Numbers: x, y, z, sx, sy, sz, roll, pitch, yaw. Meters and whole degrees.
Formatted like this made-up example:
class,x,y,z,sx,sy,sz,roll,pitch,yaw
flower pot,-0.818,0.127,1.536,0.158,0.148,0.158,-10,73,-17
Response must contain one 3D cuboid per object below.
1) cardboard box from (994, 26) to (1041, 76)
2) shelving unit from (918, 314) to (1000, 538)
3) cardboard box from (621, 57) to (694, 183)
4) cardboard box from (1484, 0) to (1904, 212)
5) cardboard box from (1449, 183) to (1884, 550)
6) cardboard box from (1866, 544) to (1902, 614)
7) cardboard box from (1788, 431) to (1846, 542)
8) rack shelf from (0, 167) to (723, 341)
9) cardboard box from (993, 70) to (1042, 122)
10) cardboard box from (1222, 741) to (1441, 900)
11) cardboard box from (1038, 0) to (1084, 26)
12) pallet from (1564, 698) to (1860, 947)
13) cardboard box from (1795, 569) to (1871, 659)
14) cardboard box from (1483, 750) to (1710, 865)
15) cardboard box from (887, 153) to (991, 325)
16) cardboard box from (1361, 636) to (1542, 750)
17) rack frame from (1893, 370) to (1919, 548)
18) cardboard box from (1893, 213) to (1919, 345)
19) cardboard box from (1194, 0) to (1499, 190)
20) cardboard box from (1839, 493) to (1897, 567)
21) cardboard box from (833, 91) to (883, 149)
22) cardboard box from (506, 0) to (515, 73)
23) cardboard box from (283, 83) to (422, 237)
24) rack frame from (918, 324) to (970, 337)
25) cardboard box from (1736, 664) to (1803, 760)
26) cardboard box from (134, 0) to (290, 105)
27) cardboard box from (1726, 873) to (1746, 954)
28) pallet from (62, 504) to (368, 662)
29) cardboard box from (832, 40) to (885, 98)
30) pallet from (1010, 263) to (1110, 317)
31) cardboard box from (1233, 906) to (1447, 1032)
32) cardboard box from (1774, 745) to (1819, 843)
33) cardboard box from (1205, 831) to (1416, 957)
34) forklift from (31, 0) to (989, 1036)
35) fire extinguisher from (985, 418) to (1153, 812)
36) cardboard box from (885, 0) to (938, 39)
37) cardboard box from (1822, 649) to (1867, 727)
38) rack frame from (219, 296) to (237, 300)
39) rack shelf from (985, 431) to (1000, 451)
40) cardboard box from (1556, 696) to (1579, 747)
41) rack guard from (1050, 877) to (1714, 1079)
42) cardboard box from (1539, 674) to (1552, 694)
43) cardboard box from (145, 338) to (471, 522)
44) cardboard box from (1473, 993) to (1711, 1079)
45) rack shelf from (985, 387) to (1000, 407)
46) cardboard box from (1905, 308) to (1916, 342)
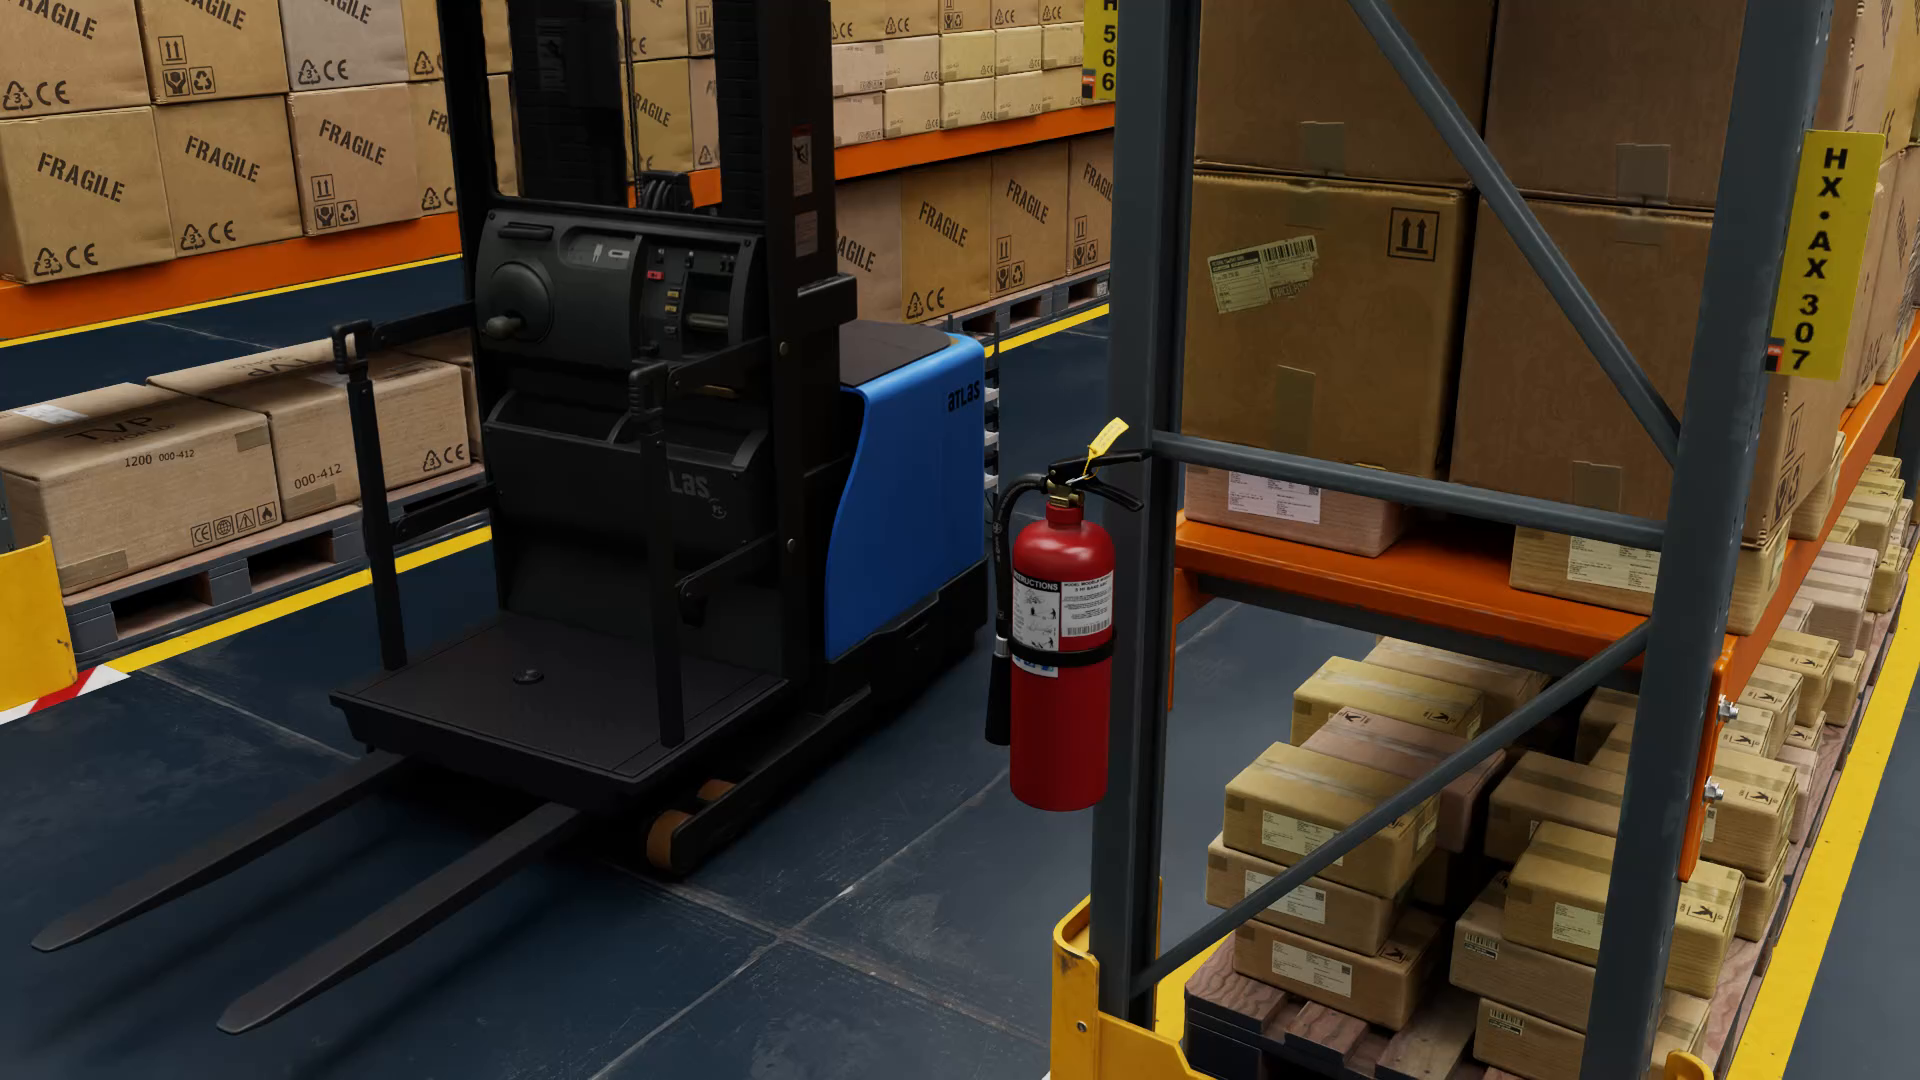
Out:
class,x,y,z,sx,sy,sz,roll,pitch,yaw
cardboard box,0.131,-2.835,9.602,0.500,0.250,0.500,12,24,30
shelving unit,-0.005,-0.420,6.603,0.258,0.900,0.210,13,24,32
cardboard box,-1.542,-1.875,7.366,0.500,0.500,0.500,13,24,31
cardboard box,1.166,-0.808,2.612,0.500,0.500,0.500,13,24,31
cardboard box,1.175,-0.337,2.779,0.500,0.500,0.500,15,25,34
cardboard box,2.750,0.090,5.273,0.380,0.149,0.250,12,24,30
cardboard box,1.451,-0.135,3.168,0.380,0.149,0.250,12,24,30
rack shelf,-2.332,-1.248,6.853,1.077,0.370,4.000,13,24,32
cardboard box,0.137,-2.599,9.682,0.500,0.250,0.500,13,24,31
cardboard box,0.782,0.584,3.509,0.380,0.149,0.250,14,24,32
cardboard box,0.400,-3.334,9.869,0.500,0.500,0.500,13,24,32
pallet,1.909,0.636,4.743,1.003,0.211,1.213,13,24,32
cardboard box,2.285,0.179,4.603,0.380,0.149,0.250,12,24,30
cardboard box,1.325,0.599,3.469,0.380,0.149,0.250,14,24,33
cardboard box,-0.424,-1.814,9.804,0.875,0.875,0.875,14,25,33
cardboard box,1.209,0.362,4.109,0.380,0.149,0.250,12,24,30
rack frame,2.943,-1.223,5.749,1.000,3.000,0.127,13,24,32
cardboard box,2.022,-0.781,3.980,0.500,0.500,0.500,13,24,30
cardboard box,0.745,-0.911,2.890,0.500,0.500,0.500,13,24,31
cardboard box,2.713,-0.056,5.238,0.380,0.149,0.250,13,24,31
cardboard box,-0.742,-2.164,8.508,0.500,0.250,0.500,13,24,31
cardboard box,-1.815,-2.194,6.788,0.500,0.500,0.500,14,24,33
cardboard box,-2.387,-1.434,6.173,0.500,0.500,0.500,13,24,32
rack frame,-0.062,-0.391,6.524,0.240,0.900,0.006,13,24,32
cardboard box,1.807,0.386,4.043,0.380,0.149,0.250,14,25,34
cardboard box,-2.667,-1.760,5.613,0.500,0.500,0.500,13,24,30
cardboard box,1.401,0.757,3.470,0.380,0.149,0.250,13,24,32
pallet,-3.072,0.051,6.323,1.003,0.211,1.213,13,24,32
cardboard box,-0.728,-2.395,8.412,0.500,0.250,0.500,12,24,30
pallet,0.535,-1.788,11.295,1.003,0.211,1.213,13,24,32
cardboard box,0.817,0.873,3.586,0.380,0.149,0.250,14,24,33
cardboard box,1.978,0.615,4.284,0.380,0.149,0.250,12,23,29
cardboard box,0.755,0.718,3.576,0.380,0.149,0.250,13,24,30
forklift,-1.050,-0.673,4.359,1.130,2.935,3.031,11,23,27
fire extinguisher,0.171,0.118,2.772,0.296,0.674,0.183,13,24,32
cardboard box,-0.460,-2.897,8.688,0.500,0.500,0.500,13,24,32
cardboard box,2.422,0.393,4.884,0.380,0.149,0.250,13,24,32
rack frame,-5.315,-3.127,10.894,1.000,3.000,0.127,13,24,32
rack shelf,-0.005,-0.388,6.614,0.258,0.077,0.200,13,24,32
cardboard box,1.488,0.487,4.629,0.380,0.149,0.250,14,24,33
rack guard,0.737,1.075,3.138,1.175,0.500,0.348,13,24,32
cardboard box,1.326,0.417,4.388,0.380,0.149,0.250,14,24,33
cardboard box,-2.661,-0.480,6.828,0.875,0.438,0.875,14,25,33
cardboard box,1.253,0.977,3.305,0.380,0.149,0.250,14,24,33
rack shelf,-0.005,-0.557,6.552,0.258,0.077,0.200,13,24,32
cardboard box,2.428,-0.665,4.601,0.380,0.149,0.250,12,23,30
